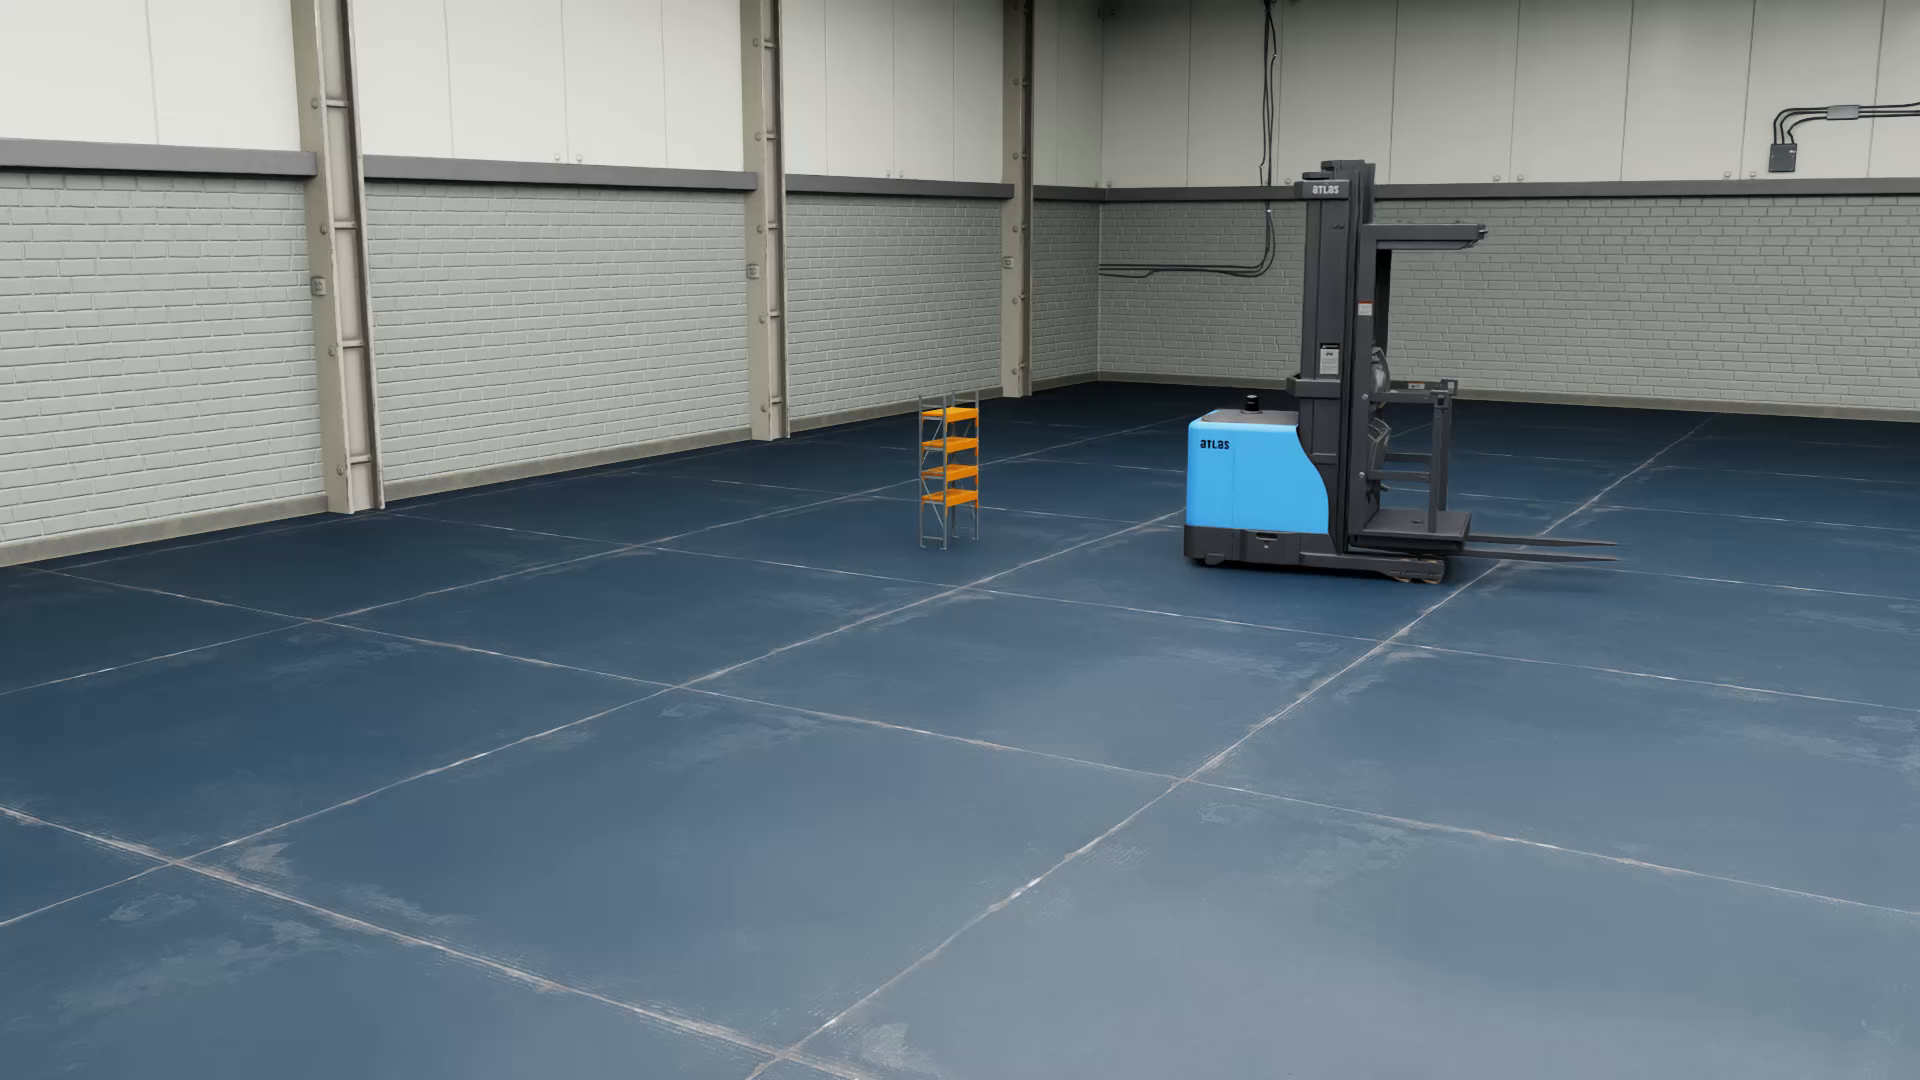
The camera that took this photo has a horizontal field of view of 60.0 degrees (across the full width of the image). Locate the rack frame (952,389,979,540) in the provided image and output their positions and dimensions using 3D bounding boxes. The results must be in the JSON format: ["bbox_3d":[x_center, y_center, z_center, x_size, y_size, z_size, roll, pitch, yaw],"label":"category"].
[{"bbox_3d":[0.041,-0.602,13.324,0.240,1.200,0.015,6,12,31],"label":"rack frame"}]

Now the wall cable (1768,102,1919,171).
[{"bbox_3d":[11.611,-7.682,20.707,2.305,6.003,0.169,6,12,31],"label":"wall cable"}]

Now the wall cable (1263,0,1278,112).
[{"bbox_3d":[5.817,-7.618,24.318,3.097,2.526,0.112,6,12,31],"label":"wall cable"}]

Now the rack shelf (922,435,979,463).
[{"bbox_3d":[-0.086,-0.717,13.090,0.258,0.148,0.480,6,12,31],"label":"rack shelf"}]

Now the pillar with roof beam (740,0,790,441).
[{"bbox_3d":[1.410,-5.228,16.840,9.100,9.000,0.400,6,12,31],"label":"pillar with roof beam"}]

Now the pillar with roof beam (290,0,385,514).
[{"bbox_3d":[-1.705,-4.285,11.800,9.100,9.000,0.400,6,12,31],"label":"pillar with roof beam"}]

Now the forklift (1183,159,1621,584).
[{"bbox_3d":[3.235,-1.240,12.027,3.031,2.935,1.130,4,11,20],"label":"forklift"}]

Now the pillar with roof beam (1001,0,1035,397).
[{"bbox_3d":[4.525,-6.172,21.881,9.100,9.000,0.400,6,12,31],"label":"pillar with roof beam"}]

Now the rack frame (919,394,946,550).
[{"bbox_3d":[-0.213,-0.525,12.914,0.240,1.200,0.015,6,12,31],"label":"rack frame"}]

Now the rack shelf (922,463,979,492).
[{"bbox_3d":[-0.086,-0.498,13.132,0.258,0.148,0.480,6,12,31],"label":"rack shelf"}]

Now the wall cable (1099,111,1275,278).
[{"bbox_3d":[3.505,-5.394,26.164,3.097,2.526,0.112,6,12,31],"label":"wall cable"}]

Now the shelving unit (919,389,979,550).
[{"bbox_3d":[-0.086,-0.564,13.119,0.258,1.200,0.503,6,12,31],"label":"shelving unit"}]

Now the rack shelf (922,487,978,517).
[{"bbox_3d":[-0.086,-0.302,13.168,0.258,0.148,0.480,6,12,31],"label":"rack shelf"}]

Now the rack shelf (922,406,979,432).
[{"bbox_3d":[-0.086,-0.950,13.047,0.258,0.148,0.480,6,12,31],"label":"rack shelf"}]
